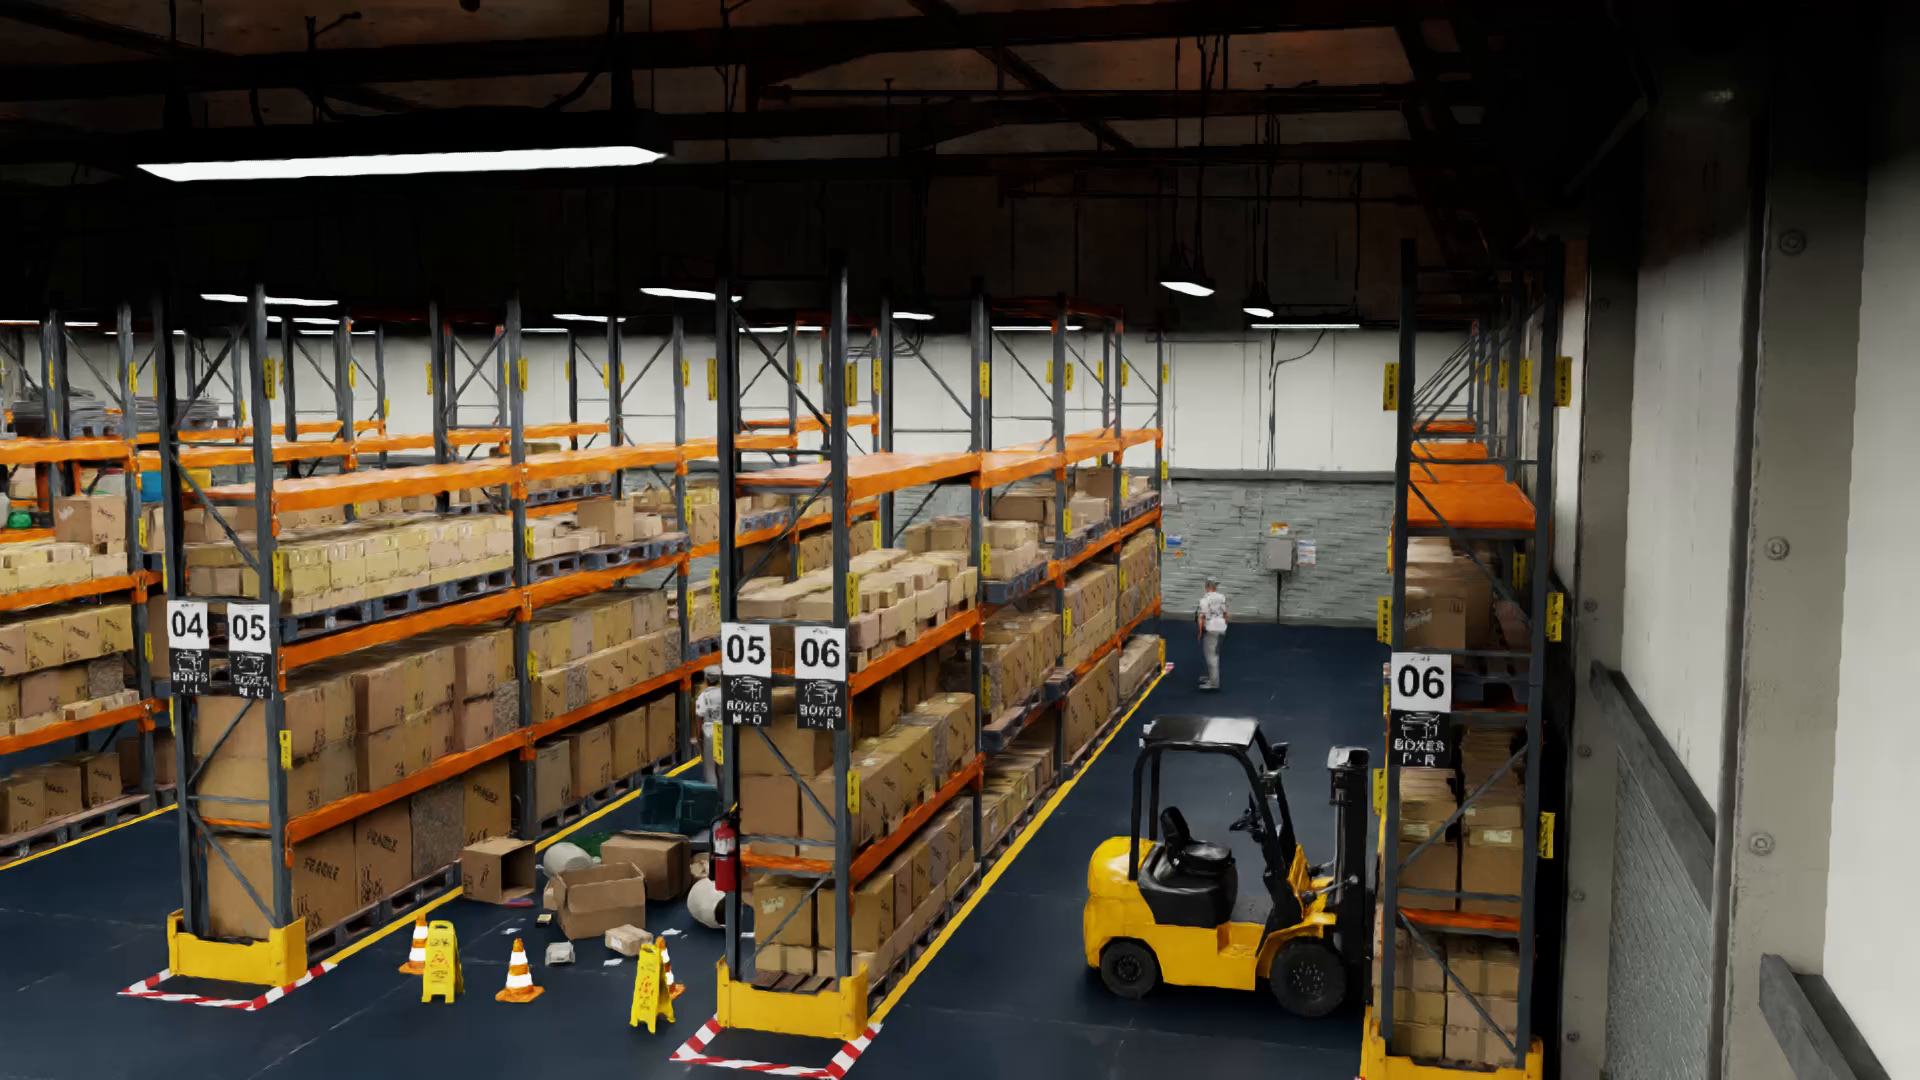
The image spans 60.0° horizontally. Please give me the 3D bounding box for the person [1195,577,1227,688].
[{"bbox_3d":[4.013,1.464,26.658,0.647,1.748,0.586,-6,8,-42],"label":"person"}]

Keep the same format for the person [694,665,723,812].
[{"bbox_3d":[-2.880,2.289,19.265,0.497,1.677,0.468,-6,8,-44],"label":"person"}]
